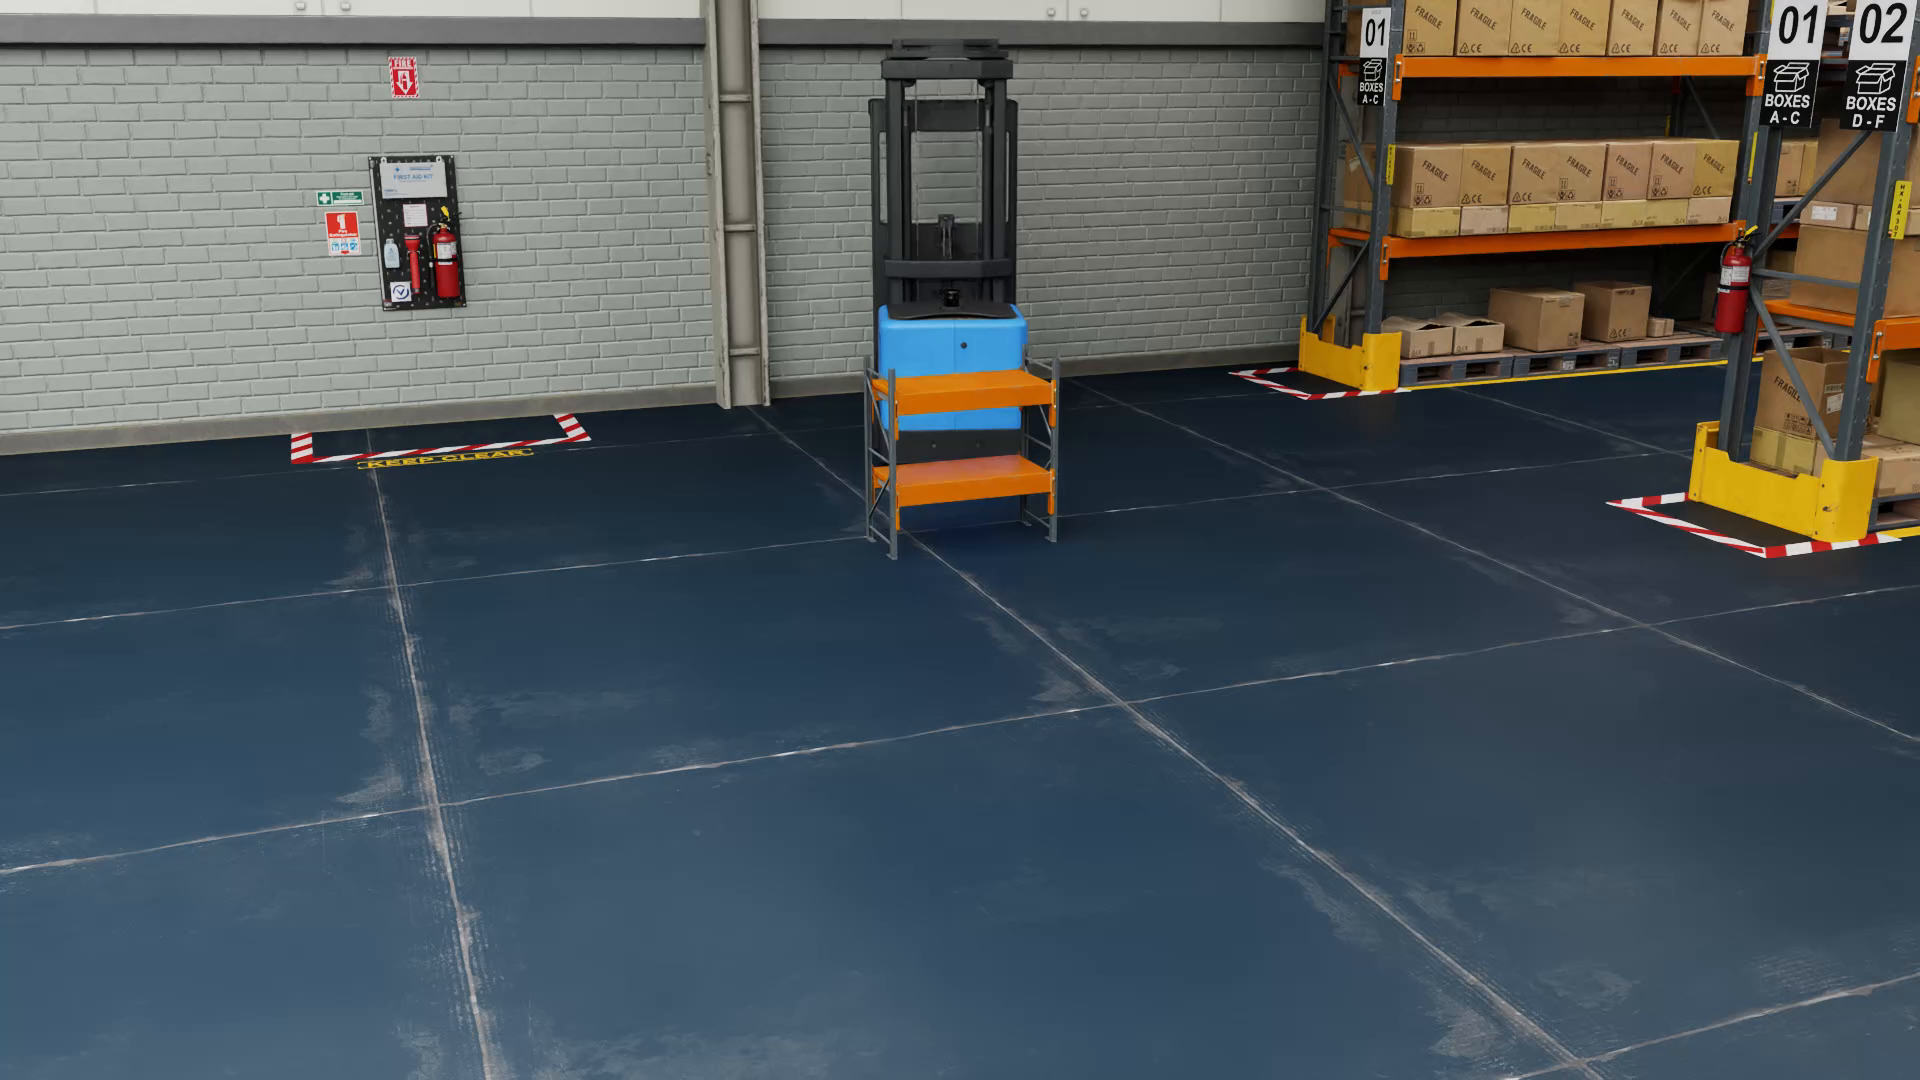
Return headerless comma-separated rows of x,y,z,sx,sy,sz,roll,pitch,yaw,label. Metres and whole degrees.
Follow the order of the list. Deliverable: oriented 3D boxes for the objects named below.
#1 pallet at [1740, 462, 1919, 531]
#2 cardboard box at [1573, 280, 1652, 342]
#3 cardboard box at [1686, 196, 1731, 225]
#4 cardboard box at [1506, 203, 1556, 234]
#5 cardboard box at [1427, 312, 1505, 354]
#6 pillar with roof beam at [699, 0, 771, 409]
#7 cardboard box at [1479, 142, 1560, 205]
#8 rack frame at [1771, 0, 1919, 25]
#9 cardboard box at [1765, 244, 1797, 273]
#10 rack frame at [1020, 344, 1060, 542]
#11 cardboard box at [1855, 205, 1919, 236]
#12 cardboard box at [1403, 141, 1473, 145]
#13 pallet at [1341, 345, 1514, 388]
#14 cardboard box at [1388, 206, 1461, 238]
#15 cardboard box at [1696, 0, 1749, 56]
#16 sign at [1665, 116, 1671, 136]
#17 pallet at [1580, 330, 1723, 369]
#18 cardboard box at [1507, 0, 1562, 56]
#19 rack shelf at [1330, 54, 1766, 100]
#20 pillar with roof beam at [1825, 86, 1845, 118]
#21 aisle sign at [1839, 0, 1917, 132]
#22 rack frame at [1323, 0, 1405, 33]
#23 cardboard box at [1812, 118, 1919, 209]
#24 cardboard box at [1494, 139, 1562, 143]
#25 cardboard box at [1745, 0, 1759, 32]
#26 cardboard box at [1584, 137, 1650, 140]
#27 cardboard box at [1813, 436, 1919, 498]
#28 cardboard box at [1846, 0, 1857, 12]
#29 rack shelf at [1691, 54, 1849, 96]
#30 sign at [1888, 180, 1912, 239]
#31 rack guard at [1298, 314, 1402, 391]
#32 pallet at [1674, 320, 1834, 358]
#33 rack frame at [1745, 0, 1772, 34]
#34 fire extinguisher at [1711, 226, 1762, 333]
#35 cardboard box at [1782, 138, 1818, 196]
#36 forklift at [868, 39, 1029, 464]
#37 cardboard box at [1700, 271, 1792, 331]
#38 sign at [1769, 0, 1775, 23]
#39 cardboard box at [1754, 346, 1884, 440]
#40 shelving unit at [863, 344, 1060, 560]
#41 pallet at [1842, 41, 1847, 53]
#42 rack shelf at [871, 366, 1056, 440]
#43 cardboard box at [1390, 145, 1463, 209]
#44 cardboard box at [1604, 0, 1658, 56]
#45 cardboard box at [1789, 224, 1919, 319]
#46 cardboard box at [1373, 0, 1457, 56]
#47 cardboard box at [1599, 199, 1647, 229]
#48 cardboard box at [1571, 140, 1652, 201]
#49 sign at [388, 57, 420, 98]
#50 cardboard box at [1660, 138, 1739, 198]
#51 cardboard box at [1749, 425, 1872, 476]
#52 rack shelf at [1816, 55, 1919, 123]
5.909,-0.341,10.885,1.213,0.211,1.003,-6,17,-20,pallet
6.214,-2.194,15.900,0.500,0.500,0.500,-8,18,-24,cardboard box
6.835,-3.107,15.586,0.500,0.250,0.500,-6,17,-20,cardboard box
4.960,-2.903,14.891,0.500,0.250,0.500,-6,18,-21,cardboard box
4.644,-1.918,15.298,0.500,0.311,0.500,-5,17,-15,cardboard box
-0.285,-4.333,8.882,0.400,9.000,9.100,-6,17,-20,pillar with roof beam
4.937,-3.258,14.768,0.500,0.500,0.500,-7,18,-22,cardboard box
5.210,-4.469,9.346,0.127,3.000,1.000,-6,17,-20,rack frame
8.260,-2.792,16.608,0.500,0.250,0.500,-7,18,-21,cardboard box
0.481,-0.592,10.117,0.032,1.125,0.500,-6,17,-20,rack frame
5.653,-1.933,10.028,0.250,0.149,0.380,-6,18,-20,cardboard box
4.271,-3.343,15.058,0.500,0.500,0.500,-6,17,-19,cardboard box
4.276,-1.636,15.295,1.213,0.211,1.003,-6,17,-20,pallet
4.003,-2.797,14.530,0.500,0.250,0.500,-7,18,-22,cardboard box
6.783,-4.678,15.167,0.500,0.500,0.500,-6,17,-19,cardboard box
6.967,-3.998,16.335,0.005,0.325,0.100,-6,17,-20,sign
6.554,-1.882,16.133,1.213,0.211,1.003,-6,17,-20,pallet
4.833,-4.457,14.414,0.500,0.500,0.500,-5,17,-18,cardboard box
5.301,-4.189,14.994,4.000,0.370,1.077,-6,17,-20,rack shelf
10.921,-5.543,13.002,0.400,9.000,9.100,-6,17,-20,pillar with roof beam
5.258,-2.751,9.528,0.004,0.787,0.394,-6,17,-20,aisle sign
3.434,-5.772,13.783,0.127,3.000,1.000,-6,17,-20,rack frame
5.700,-2.310,10.162,0.500,0.500,0.700,-6,17,-20,cardboard box
5.223,-3.447,15.412,0.500,0.500,0.500,-6,17,-19,cardboard box
7.708,-5.020,15.622,0.500,0.500,0.500,-4,17,-12,cardboard box
6.171,-3.551,15.766,0.500,0.500,0.500,-6,17,-20,cardboard box
5.790,-0.468,10.505,0.500,0.250,0.500,-6,17,-20,cardboard box
5.748,-3.405,9.869,0.637,0.503,0.797,-5,17,-16,cardboard box
9.036,-4.593,16.367,4.000,0.370,1.077,-6,17,-20,rack shelf
5.403,-1.897,9.559,0.005,0.325,0.100,-6,17,-20,sign
3.505,-1.702,15.007,0.348,0.500,1.175,-6,17,-20,rack guard
7.895,-2.038,16.663,1.213,0.211,1.003,-6,17,-20,pallet
7.169,-6.175,15.157,0.127,3.000,1.000,-6,17,-20,rack frame
4.933,-1.664,10.578,0.183,0.674,0.296,-6,17,-20,fire extinguisher
8.181,-3.653,16.255,0.500,0.500,0.700,-4,17,-14,cardboard box
-0.135,-2.299,12.726,1.130,2.935,3.031,-1,16,-4,forklift
7.850,-2.387,16.560,0.500,0.500,0.700,-6,17,-18,cardboard box
7.370,-4.842,15.023,0.005,0.325,0.100,-6,17,-20,sign
5.604,-0.965,10.865,0.500,0.500,0.500,-6,17,-20,cardboard box
0.006,-0.540,9.942,1.048,1.125,0.538,-6,17,-20,shelving unit
8.751,-4.786,16.081,1.003,0.211,1.213,-6,17,-20,pallet
0.006,-0.821,9.860,1.000,0.278,0.538,-6,17,-20,rack shelf
3.987,-3.160,14.436,0.500,0.500,0.500,-6,17,-20,cardboard box
5.805,-4.564,14.781,0.500,0.500,0.500,-7,18,-22,cardboard box
5.650,-1.682,10.326,0.500,0.500,0.700,-6,17,-20,cardboard box
3.835,-4.358,14.080,0.500,0.500,0.500,-6,17,-19,cardboard box
5.903,-3.004,15.236,0.500,0.250,0.500,-6,17,-20,cardboard box
5.900,-3.366,15.135,0.500,0.500,0.500,-7,18,-22,cardboard box
-4.189,-3.485,12.530,0.199,0.298,0.001,-6,17,-20,sign
6.838,-3.465,15.475,0.500,0.500,0.500,-6,17,-20,cardboard box
5.605,-0.605,10.969,0.500,0.250,0.500,-6,17,-20,cardboard box
7.077,-2.886,10.557,4.000,0.370,1.077,-6,17,-20,rack shelf
